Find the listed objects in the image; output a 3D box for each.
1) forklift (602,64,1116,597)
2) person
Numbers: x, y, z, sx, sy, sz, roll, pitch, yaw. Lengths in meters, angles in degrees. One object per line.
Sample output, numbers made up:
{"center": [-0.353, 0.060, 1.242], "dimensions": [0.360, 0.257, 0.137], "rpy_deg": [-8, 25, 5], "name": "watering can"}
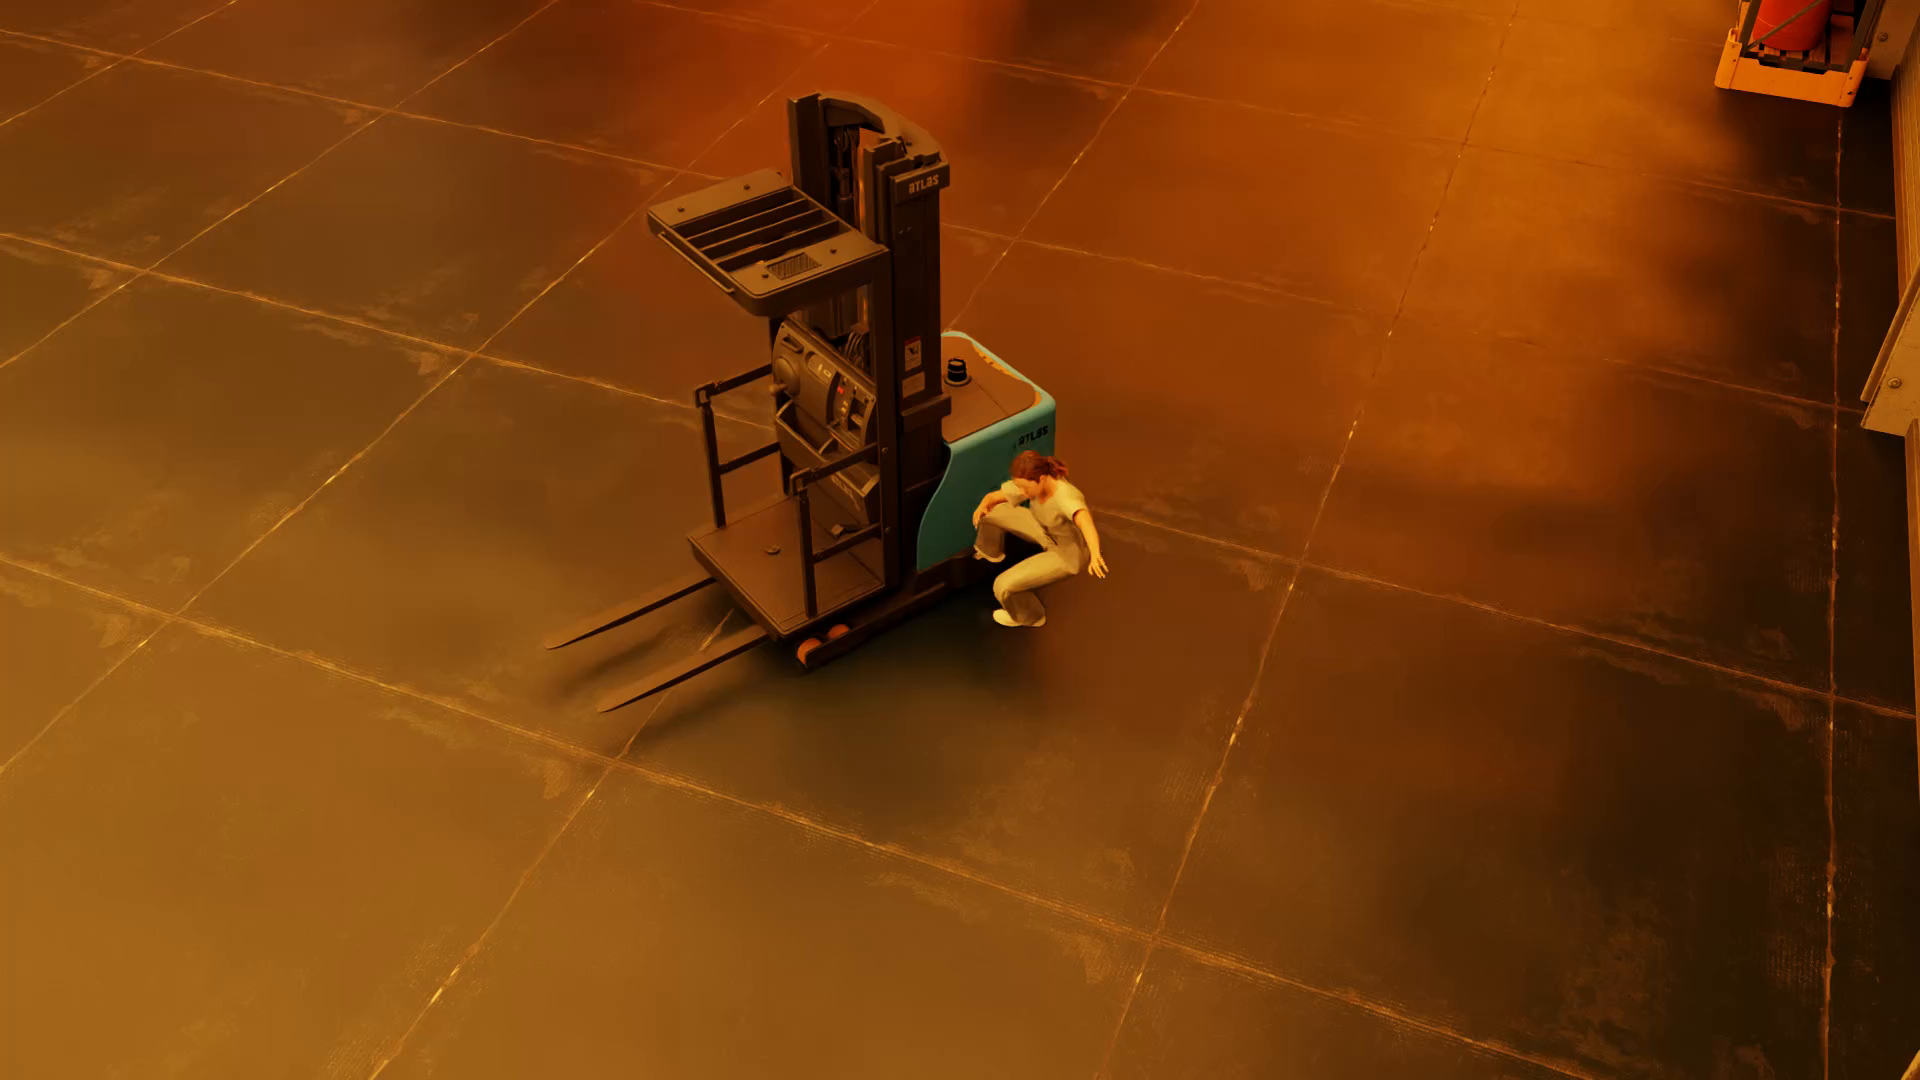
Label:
{"center": [-0.616, -1.130, 9.356], "dimensions": [3.031, 2.935, 1.130], "rpy_deg": [1, 40, 2], "name": "forklift"}
{"center": [2.273, 0.798, 8.035], "dimensions": [0.481, 1.673, 0.385], "rpy_deg": [24, 46, 26], "name": "person"}
